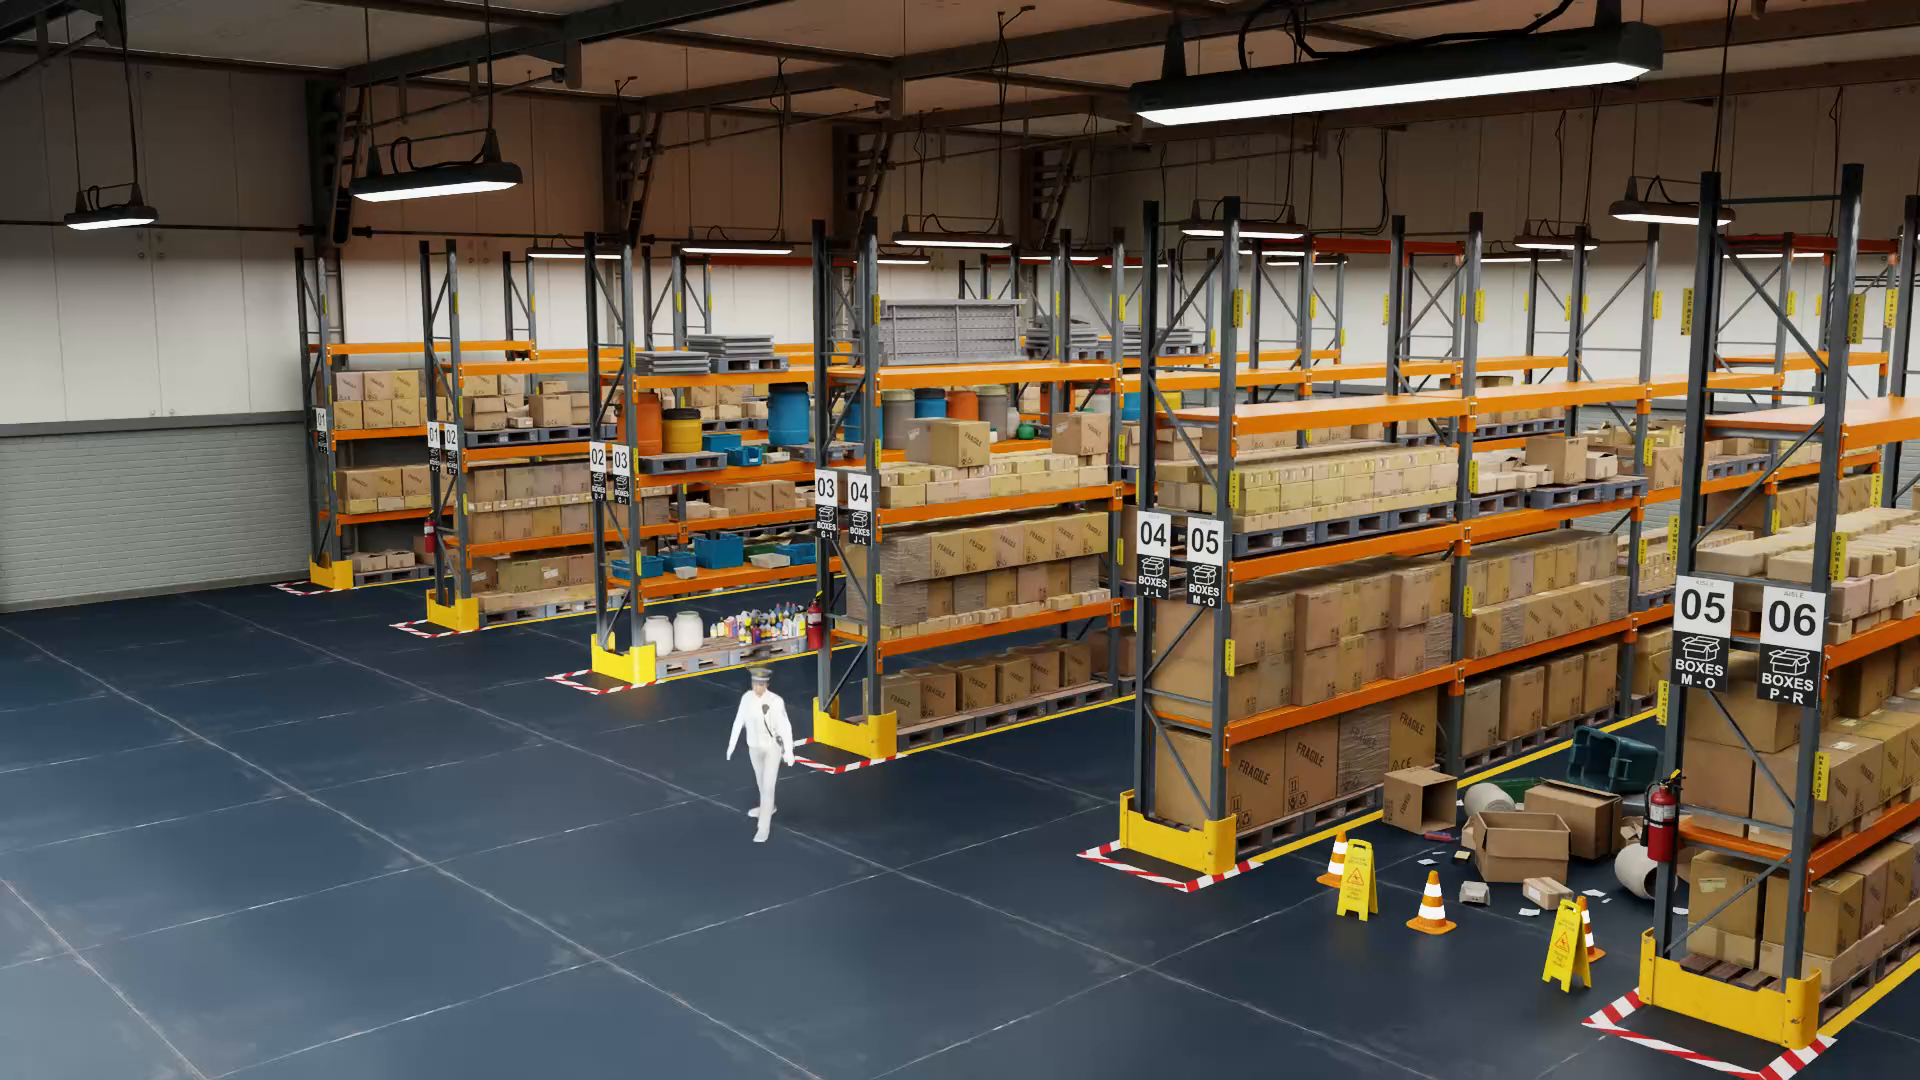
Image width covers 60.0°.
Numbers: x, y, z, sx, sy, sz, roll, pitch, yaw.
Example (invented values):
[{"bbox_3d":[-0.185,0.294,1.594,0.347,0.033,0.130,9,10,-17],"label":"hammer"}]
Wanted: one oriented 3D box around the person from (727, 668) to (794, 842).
[{"bbox_3d":[-1.917,2.011,16.131,0.635,1.626,0.851,4,9,24],"label":"person"}]
